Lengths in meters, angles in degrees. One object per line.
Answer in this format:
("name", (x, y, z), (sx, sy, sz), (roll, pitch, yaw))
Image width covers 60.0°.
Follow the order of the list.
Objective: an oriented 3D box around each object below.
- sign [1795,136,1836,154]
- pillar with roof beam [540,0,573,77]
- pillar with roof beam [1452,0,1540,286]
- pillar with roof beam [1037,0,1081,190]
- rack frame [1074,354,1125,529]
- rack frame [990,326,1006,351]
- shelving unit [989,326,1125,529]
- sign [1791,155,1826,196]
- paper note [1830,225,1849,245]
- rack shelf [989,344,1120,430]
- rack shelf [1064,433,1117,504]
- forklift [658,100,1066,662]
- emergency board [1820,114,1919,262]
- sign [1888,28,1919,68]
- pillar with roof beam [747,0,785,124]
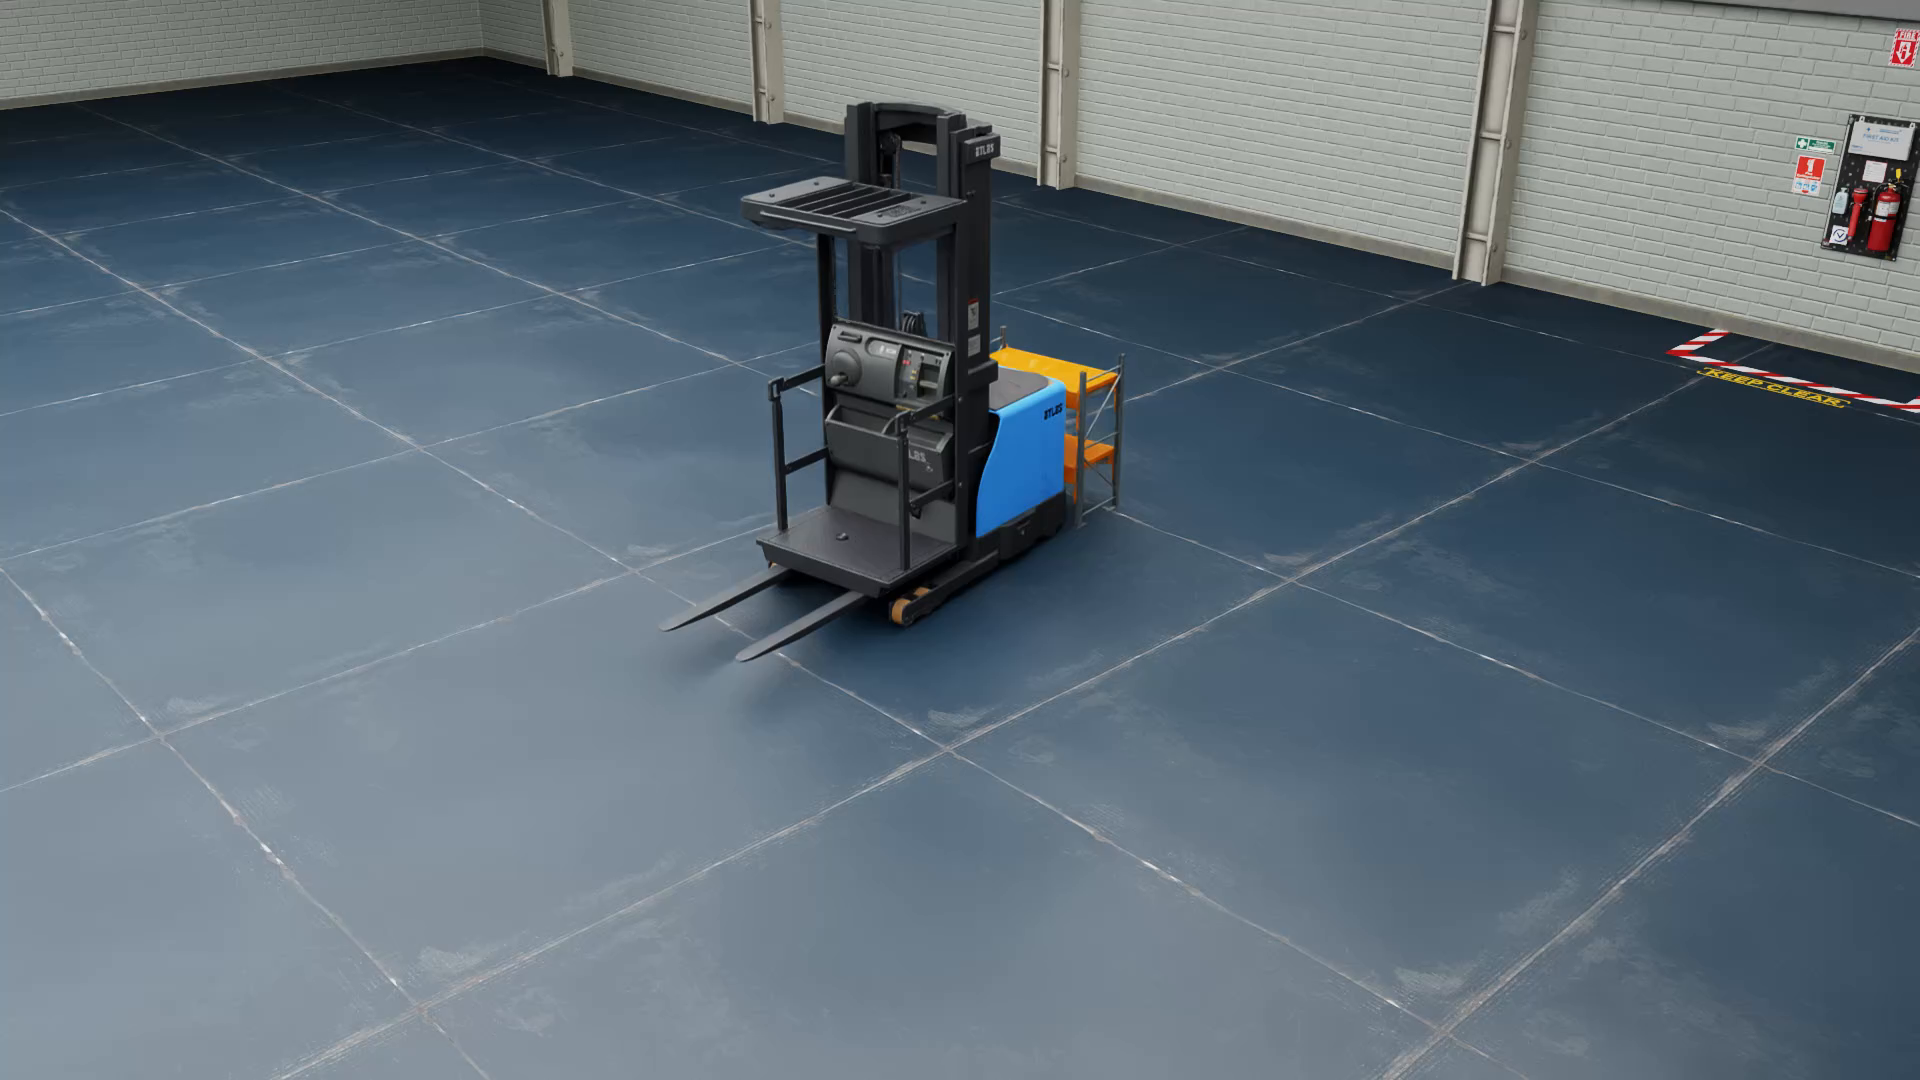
("sign", (7.457, -3.442, 14.499), (0.001, 0.109, 0.331), (-21, 32, -38))
("pillar with roof beam", (-10.122, -11.012, 24.546), (9.100, 9.000, 0.400), (-21, 32, -38))
("pillar with roof beam", (2.181, -5.558, 12.592), (9.100, 9.000, 0.400), (-21, 32, -38))
("pillar with roof beam", (-1.920, -7.376, 16.576), (9.100, 9.000, 0.400), (-21, 32, -38))
("rack frame", (0.956, -0.673, 11.369), (0.032, 1.125, 0.500), (18, 30, 35))
("rack frame", (0.164, -0.937, 11.948), (0.032, 1.125, 0.500), (18, 30, 35))
("shelving unit", (0.560, -0.805, 11.659), (1.048, 1.125, 0.538), (18, 30, 35))
("sign", (7.460, -3.205, 14.618), (0.001, 0.329, 0.234), (-21, 32, -38))
("paper note", (7.692, -2.664, 14.537), (0.016, 0.148, 0.142), (-21, 32, -38))
("rack shelf", (0.560, -1.071, 11.537), (1.000, 0.278, 0.538), (18, 30, 35))
("rack shelf", (0.560, -0.582, 11.760), (1.000, 0.278, 0.538), (18, 30, 35))
("forklift", (-0.569, -1.041, 10.000), (1.130, 2.935, 3.031), (17, 30, 33))
("emergency board", (7.763, -2.992, 14.194), (0.194, 1.169, 0.643), (-21, 32, -38))
("sign", (7.830, -4.077, 13.780), (0.001, 0.298, 0.199), (-21, 32, -38))
("pillar with roof beam", (-6.021, -9.194, 20.561), (9.100, 9.000, 0.400), (-21, 32, -38))
